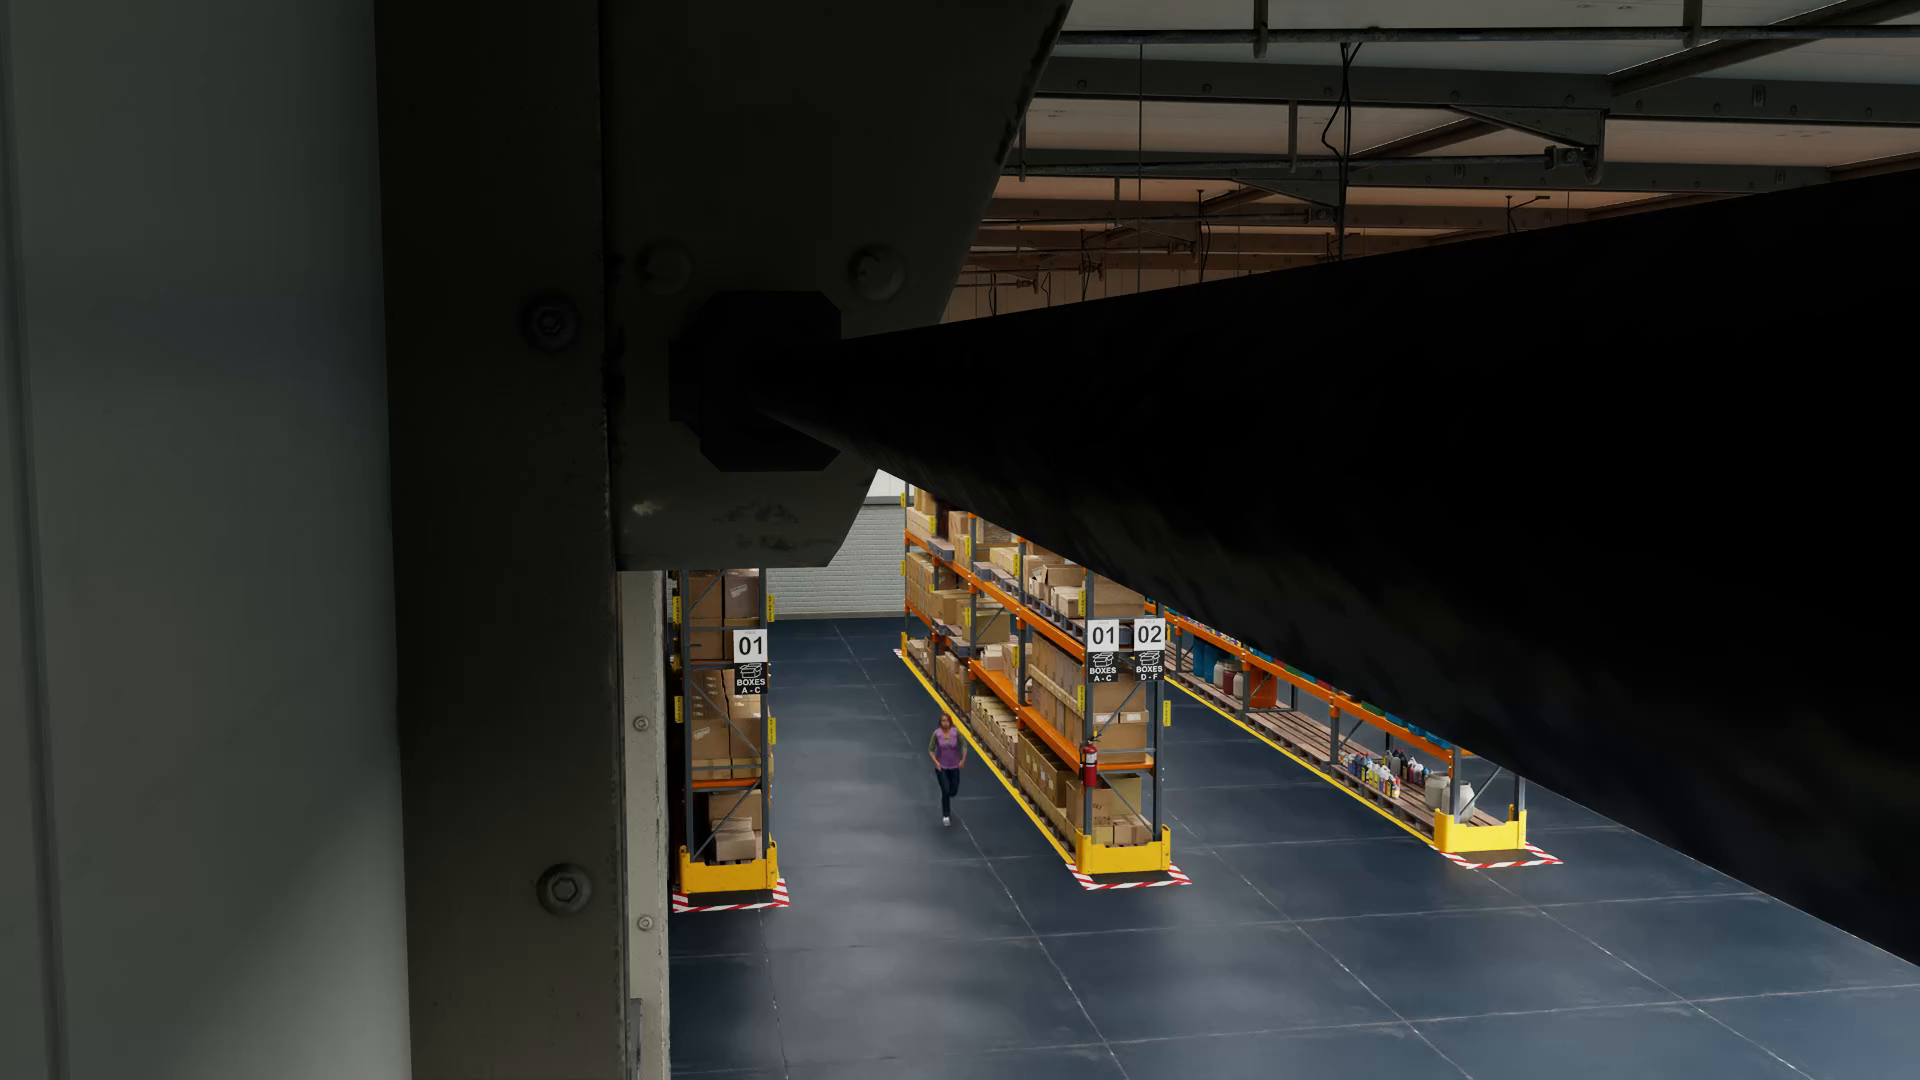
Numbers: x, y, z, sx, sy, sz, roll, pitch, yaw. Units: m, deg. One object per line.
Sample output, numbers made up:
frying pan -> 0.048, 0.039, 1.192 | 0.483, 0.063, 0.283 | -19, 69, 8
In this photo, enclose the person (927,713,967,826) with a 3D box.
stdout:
person -> -0.177, 3.167, 23.179 | 0.562, 1.578, 0.604 | -1, 6, -6
